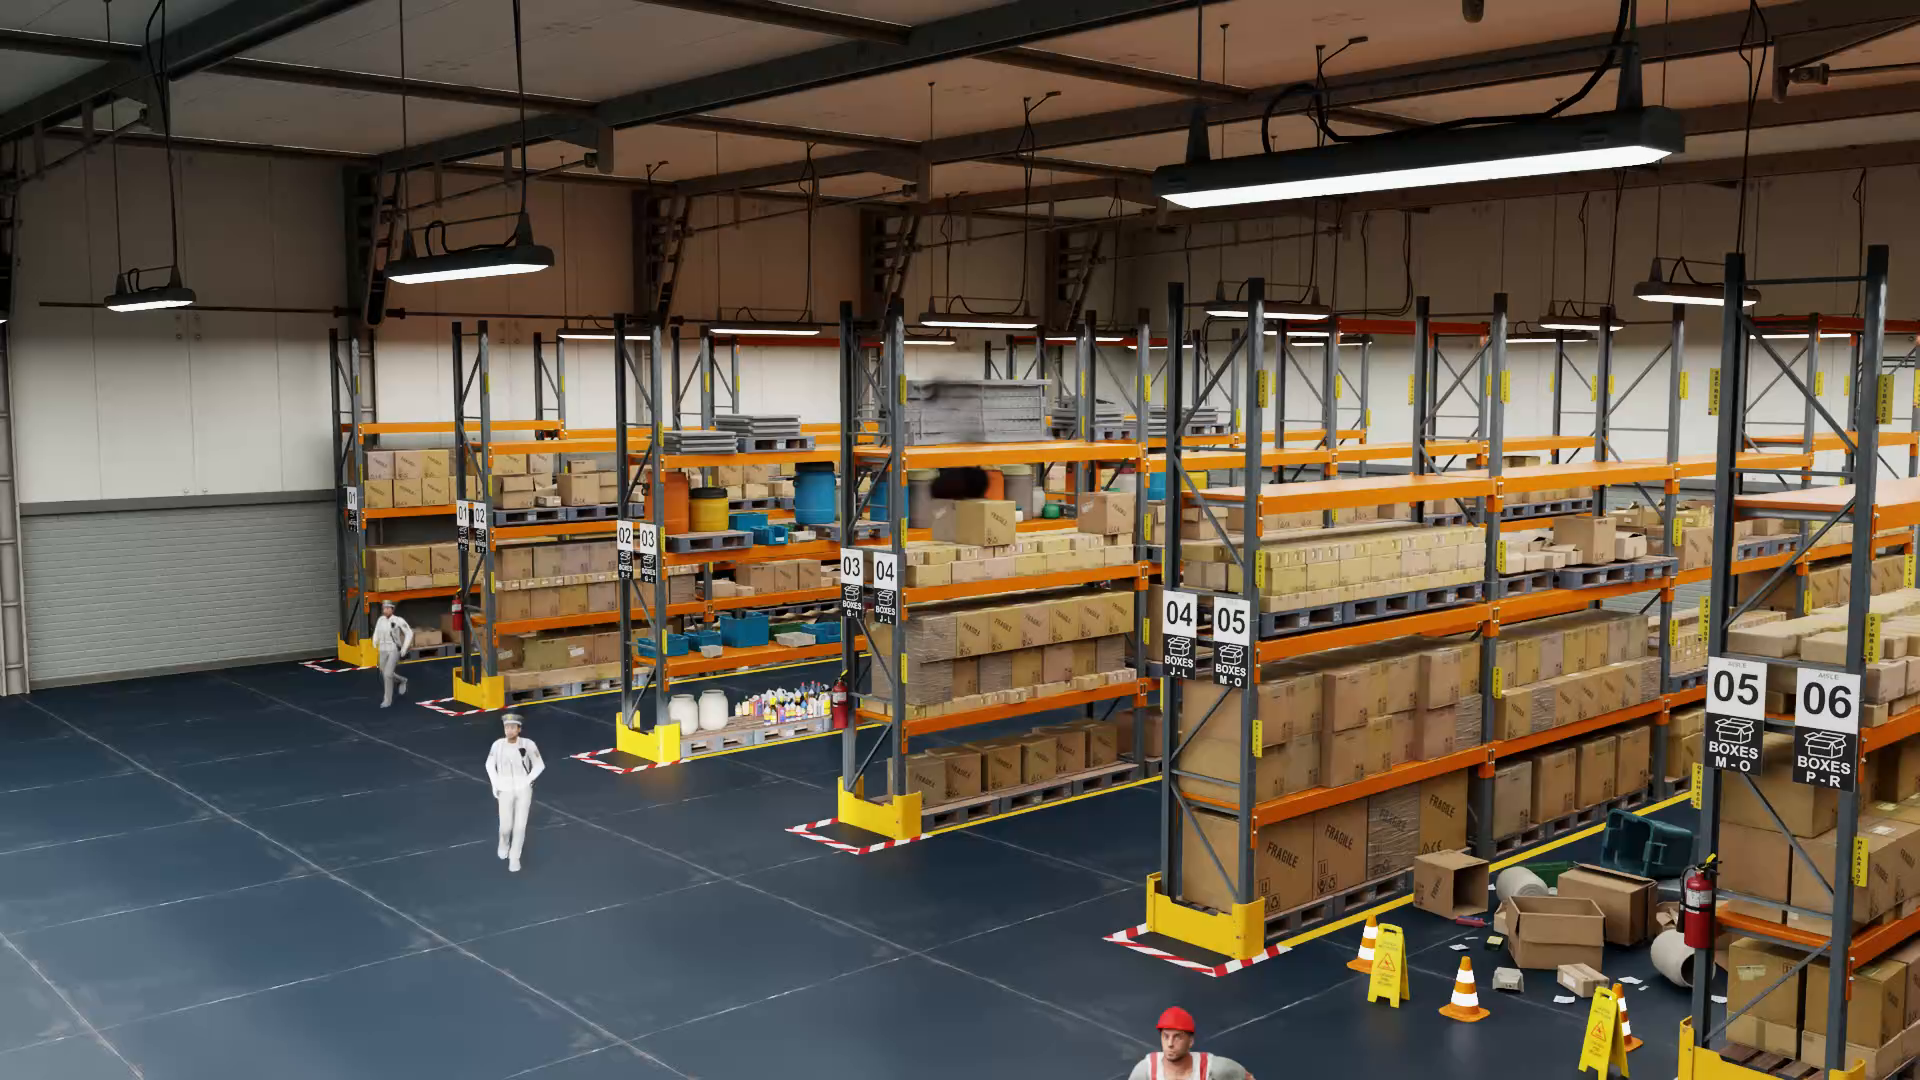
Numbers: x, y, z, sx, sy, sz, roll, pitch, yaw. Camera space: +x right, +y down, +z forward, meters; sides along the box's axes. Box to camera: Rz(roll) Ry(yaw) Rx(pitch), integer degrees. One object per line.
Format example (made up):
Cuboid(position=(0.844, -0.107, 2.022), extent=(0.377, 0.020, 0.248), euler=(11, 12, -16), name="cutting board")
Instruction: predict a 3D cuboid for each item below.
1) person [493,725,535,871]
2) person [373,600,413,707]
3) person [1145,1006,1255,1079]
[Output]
Cuboid(position=(-4.666, 2.652, 17.400), extent=(0.432, 1.620, 0.566), euler=(-1, 6, -11), name="person")
Cuboid(position=(-8.964, 1.762, 26.242), extent=(0.658, 1.689, 0.712), euler=(2, 6, 17), name="person")
Cuboid(position=(1.249, 3.377, 9.100), extent=(0.685, 1.734, 0.683), euler=(2, 6, 21), name="person")
